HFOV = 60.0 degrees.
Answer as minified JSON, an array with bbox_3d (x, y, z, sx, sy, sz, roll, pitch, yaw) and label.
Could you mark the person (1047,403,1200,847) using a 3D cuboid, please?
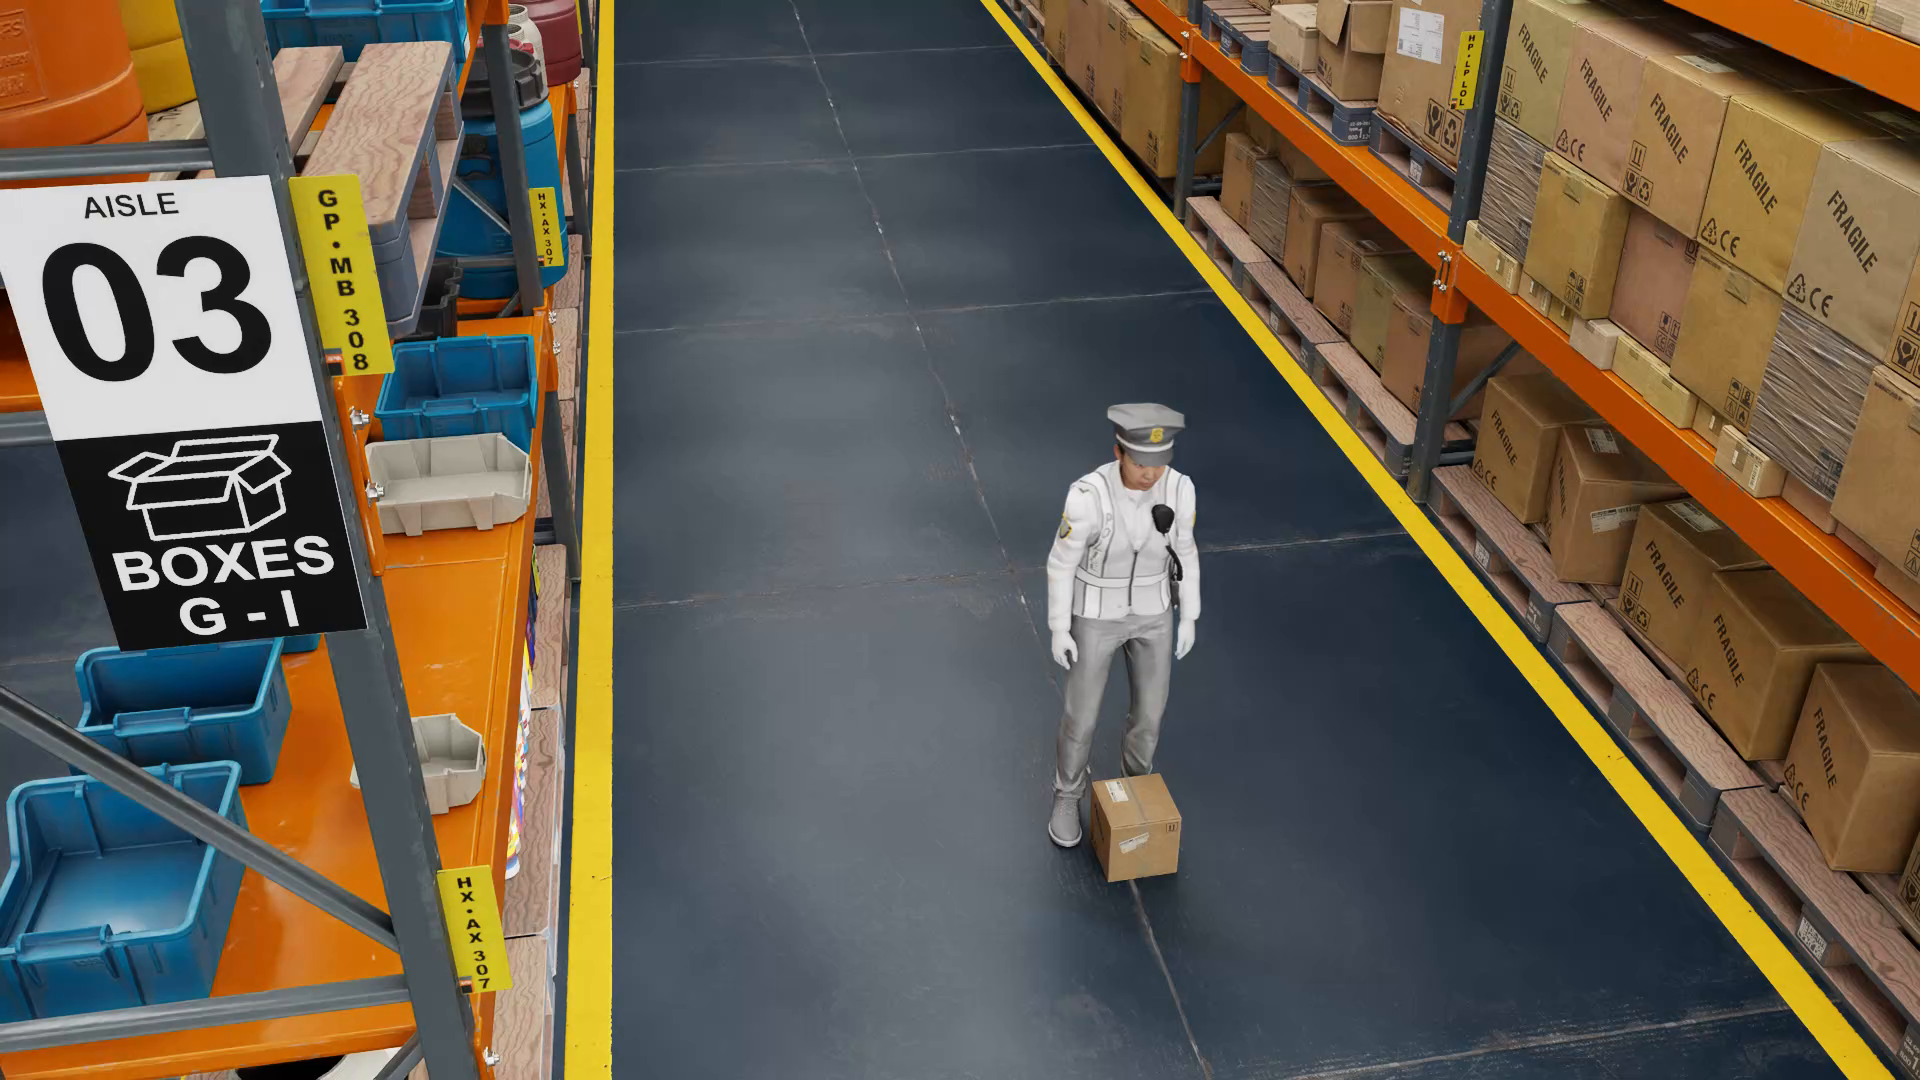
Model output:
[{"bbox_3d":[0.555,0.280,5.660,0.530,1.663,0.371,-5,31,-8],"label":"person"}]
